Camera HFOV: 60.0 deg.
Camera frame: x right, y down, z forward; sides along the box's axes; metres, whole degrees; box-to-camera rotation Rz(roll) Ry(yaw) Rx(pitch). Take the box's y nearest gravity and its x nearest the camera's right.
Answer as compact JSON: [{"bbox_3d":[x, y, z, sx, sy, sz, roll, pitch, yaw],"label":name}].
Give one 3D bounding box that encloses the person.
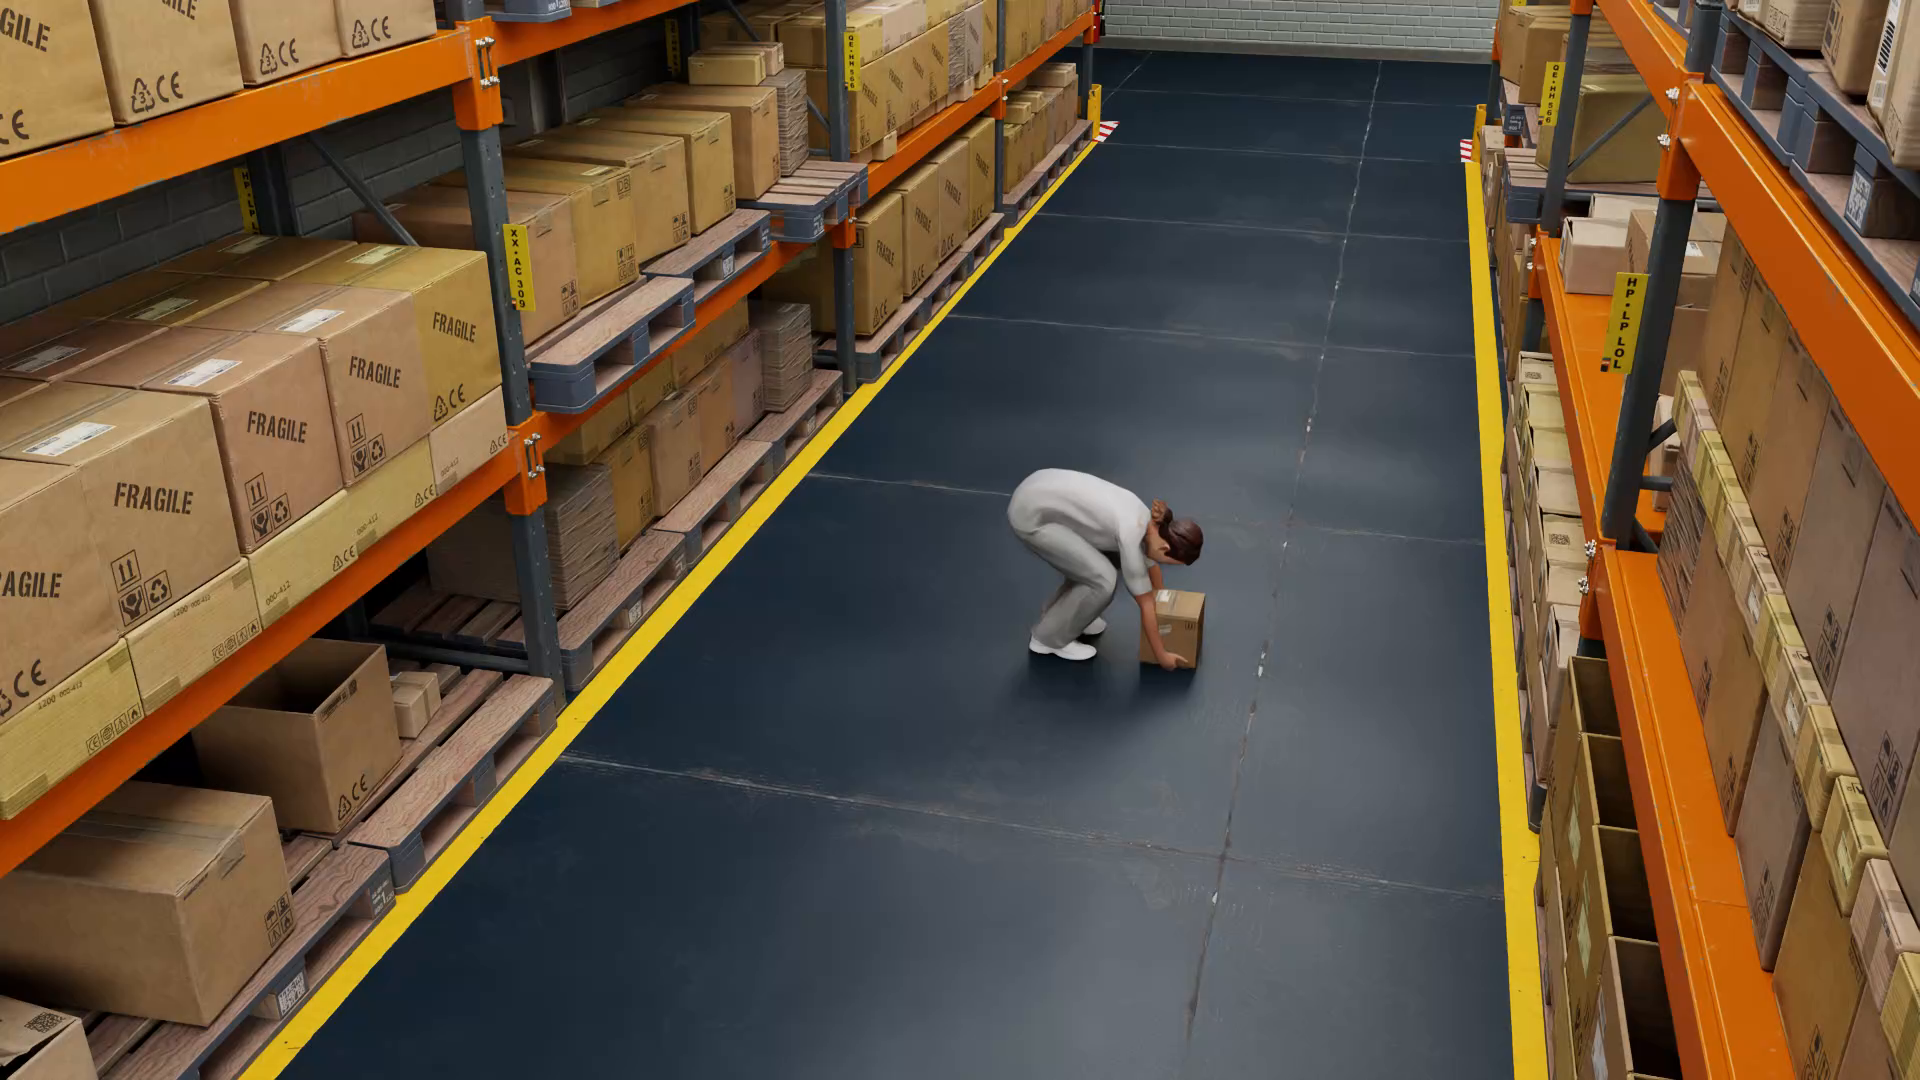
[{"bbox_3d":[0.640,0.111,7.381,0.855,0.832,0.476,5,26,11],"label":"person"}]
